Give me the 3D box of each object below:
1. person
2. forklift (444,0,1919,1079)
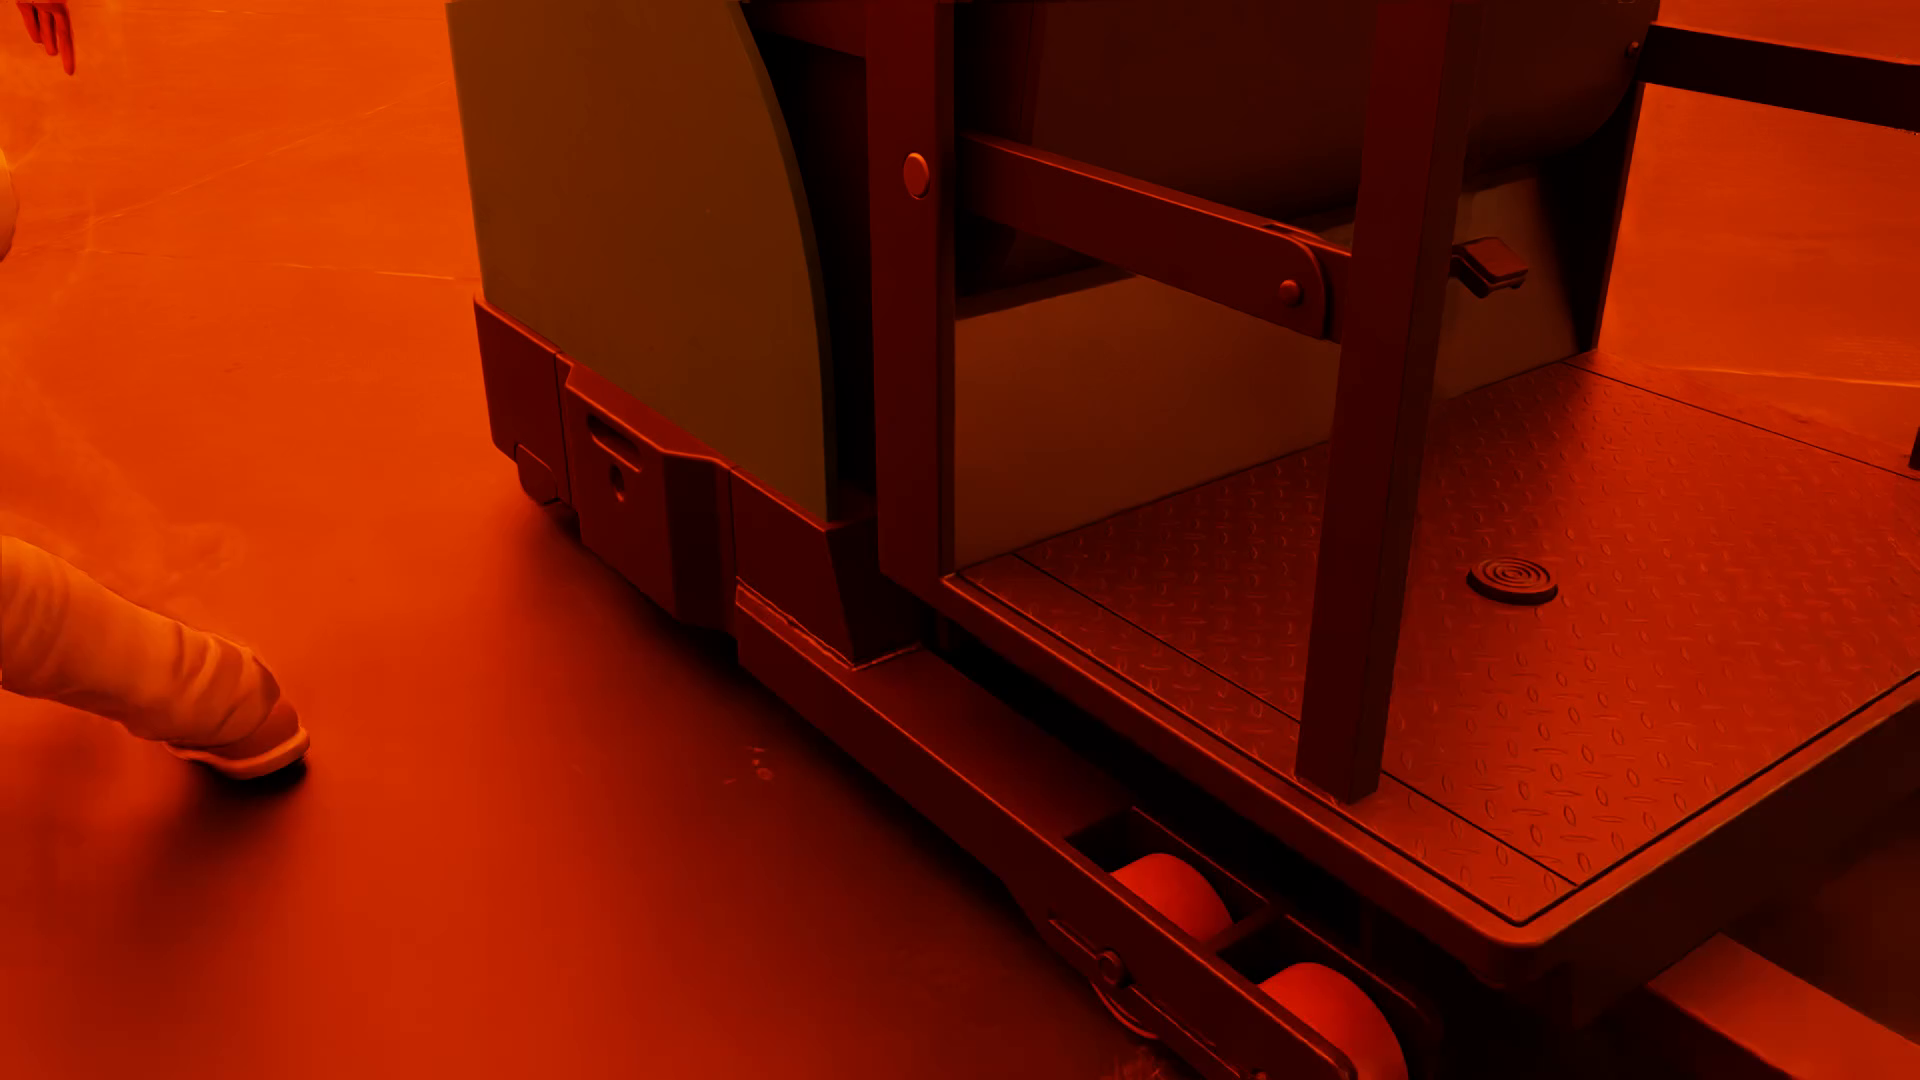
[{"bbox_3d":[-1.197,-0.311,1.555,0.867,1.443,0.913,12,29,22],"label":"person"},{"bbox_3d":[0.534,-1.023,1.273,1.130,2.935,3.031,-19,32,-32],"label":"forklift"}]
